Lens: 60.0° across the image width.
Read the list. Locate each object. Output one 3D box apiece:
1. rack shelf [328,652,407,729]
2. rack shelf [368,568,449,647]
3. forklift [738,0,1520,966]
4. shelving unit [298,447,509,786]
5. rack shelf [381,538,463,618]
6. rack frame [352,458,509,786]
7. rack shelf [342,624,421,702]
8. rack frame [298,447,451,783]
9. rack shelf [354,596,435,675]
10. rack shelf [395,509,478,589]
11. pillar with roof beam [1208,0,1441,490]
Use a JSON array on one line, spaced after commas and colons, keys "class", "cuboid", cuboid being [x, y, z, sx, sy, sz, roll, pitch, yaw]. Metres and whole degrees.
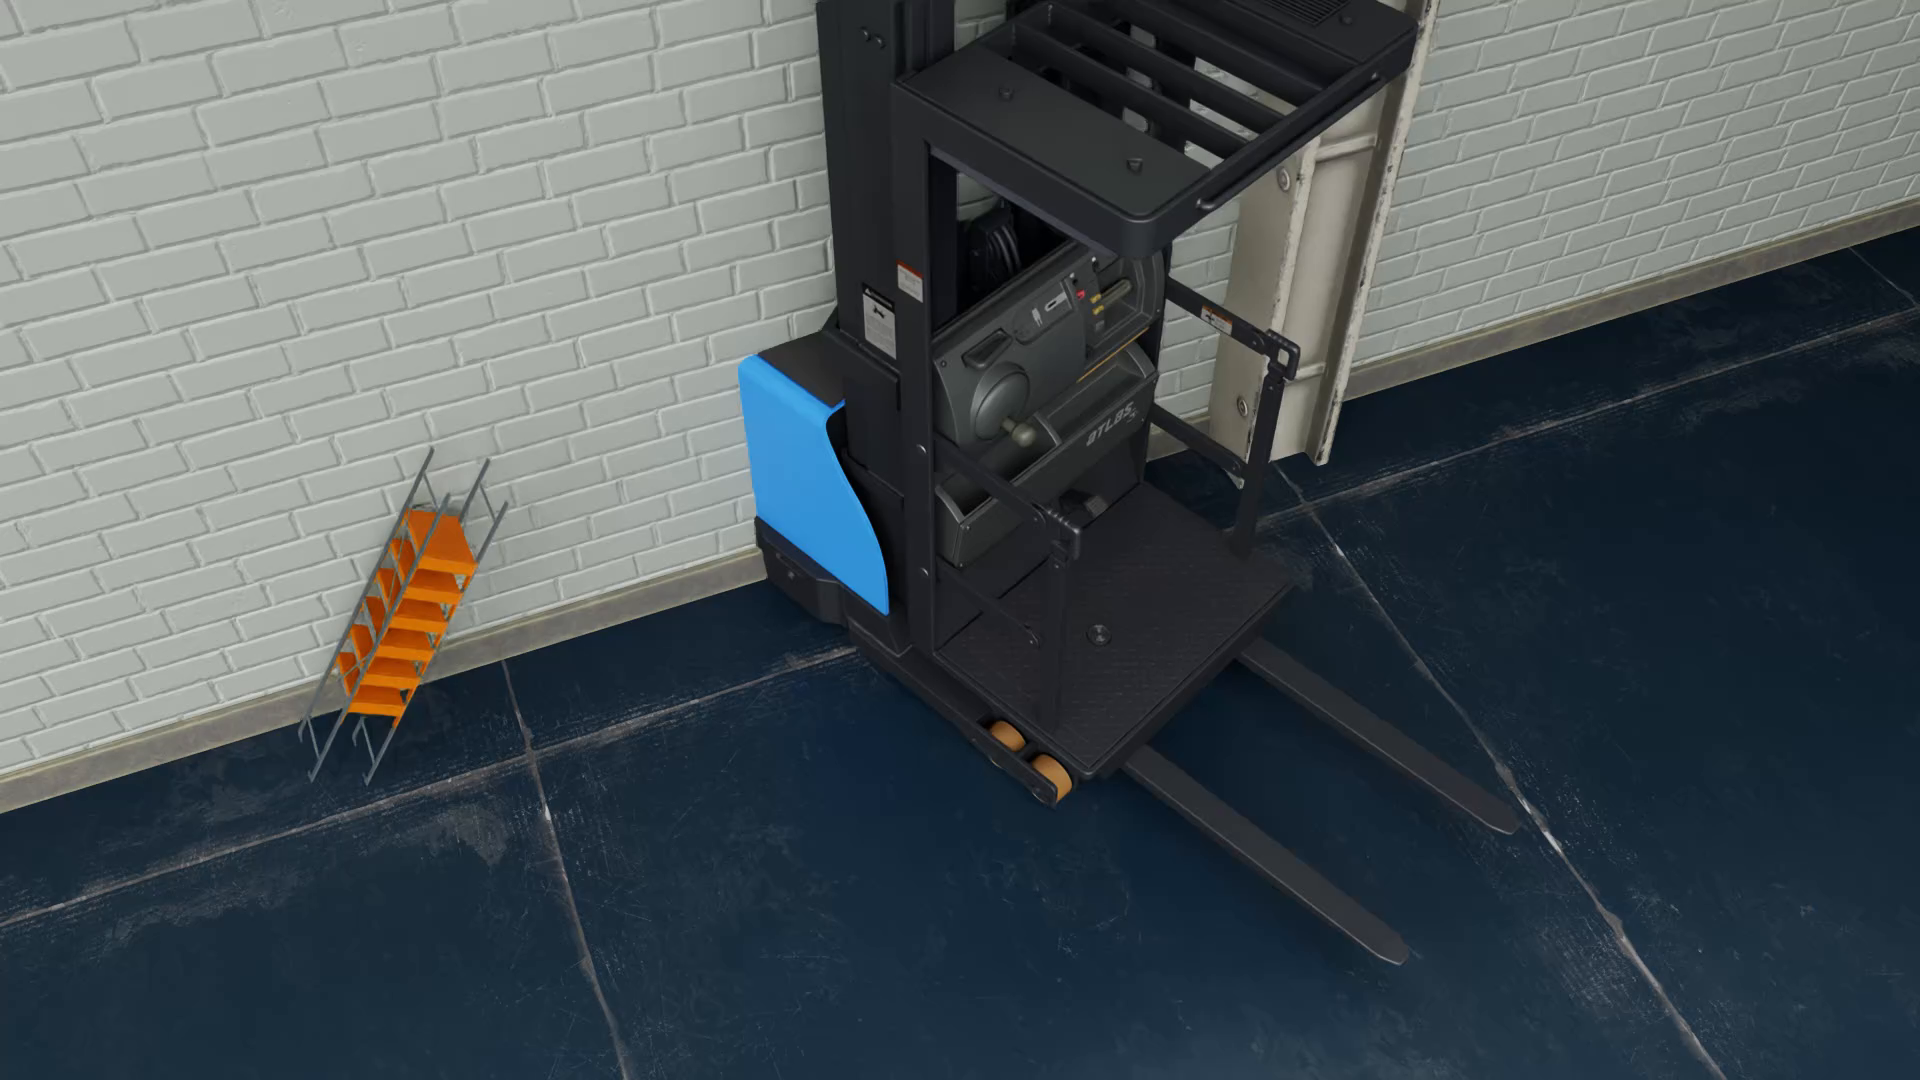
[{"class": "rack shelf", "cuboid": [-1.930, 0.484, 5.406, 0.180, 0.103, 0.258, 11, 32, -40]}, {"class": "rack shelf", "cuboid": [-1.750, 0.208, 5.262, 0.180, 0.103, 0.258, 11, 32, -40]}, {"class": "forklift", "cuboid": [0.431, -0.537, 4.779, 3.031, 2.935, 1.130, 36, 58, 27]}, {"class": "shelving unit", "cuboid": [-1.788, 0.266, 5.292, 0.189, 1.200, 0.258, 11, 32, -40]}, {"class": "rack shelf", "cuboid": [-1.691, 0.116, 5.213, 0.180, 0.103, 0.258, 11, 32, -40]}, {"class": "rack frame", "cuboid": [-1.720, 0.280, 5.351, 0.006, 1.200, 0.240, 11, 32, -40]}, {"class": "rack shelf", "cuboid": [-1.870, 0.392, 5.358, 0.180, 0.103, 0.258, 11, 32, -40]}, {"class": "rack frame", "cuboid": [-1.857, 0.252, 5.233, 0.006, 1.200, 0.240, 11, 32, -40]}, {"class": "rack shelf", "cuboid": [-1.810, 0.300, 5.310, 0.180, 0.103, 0.258, 11, 32, -40]}, {"class": "rack shelf", "cuboid": [-1.631, 0.024, 5.165, 0.180, 0.103, 0.258, 11, 32, -40]}, {"class": "pillar with roof beam", "cuboid": [2.832, -0.264, 0.545, 0.400, 9.000, 9.100, -17, 52, -14]}]
